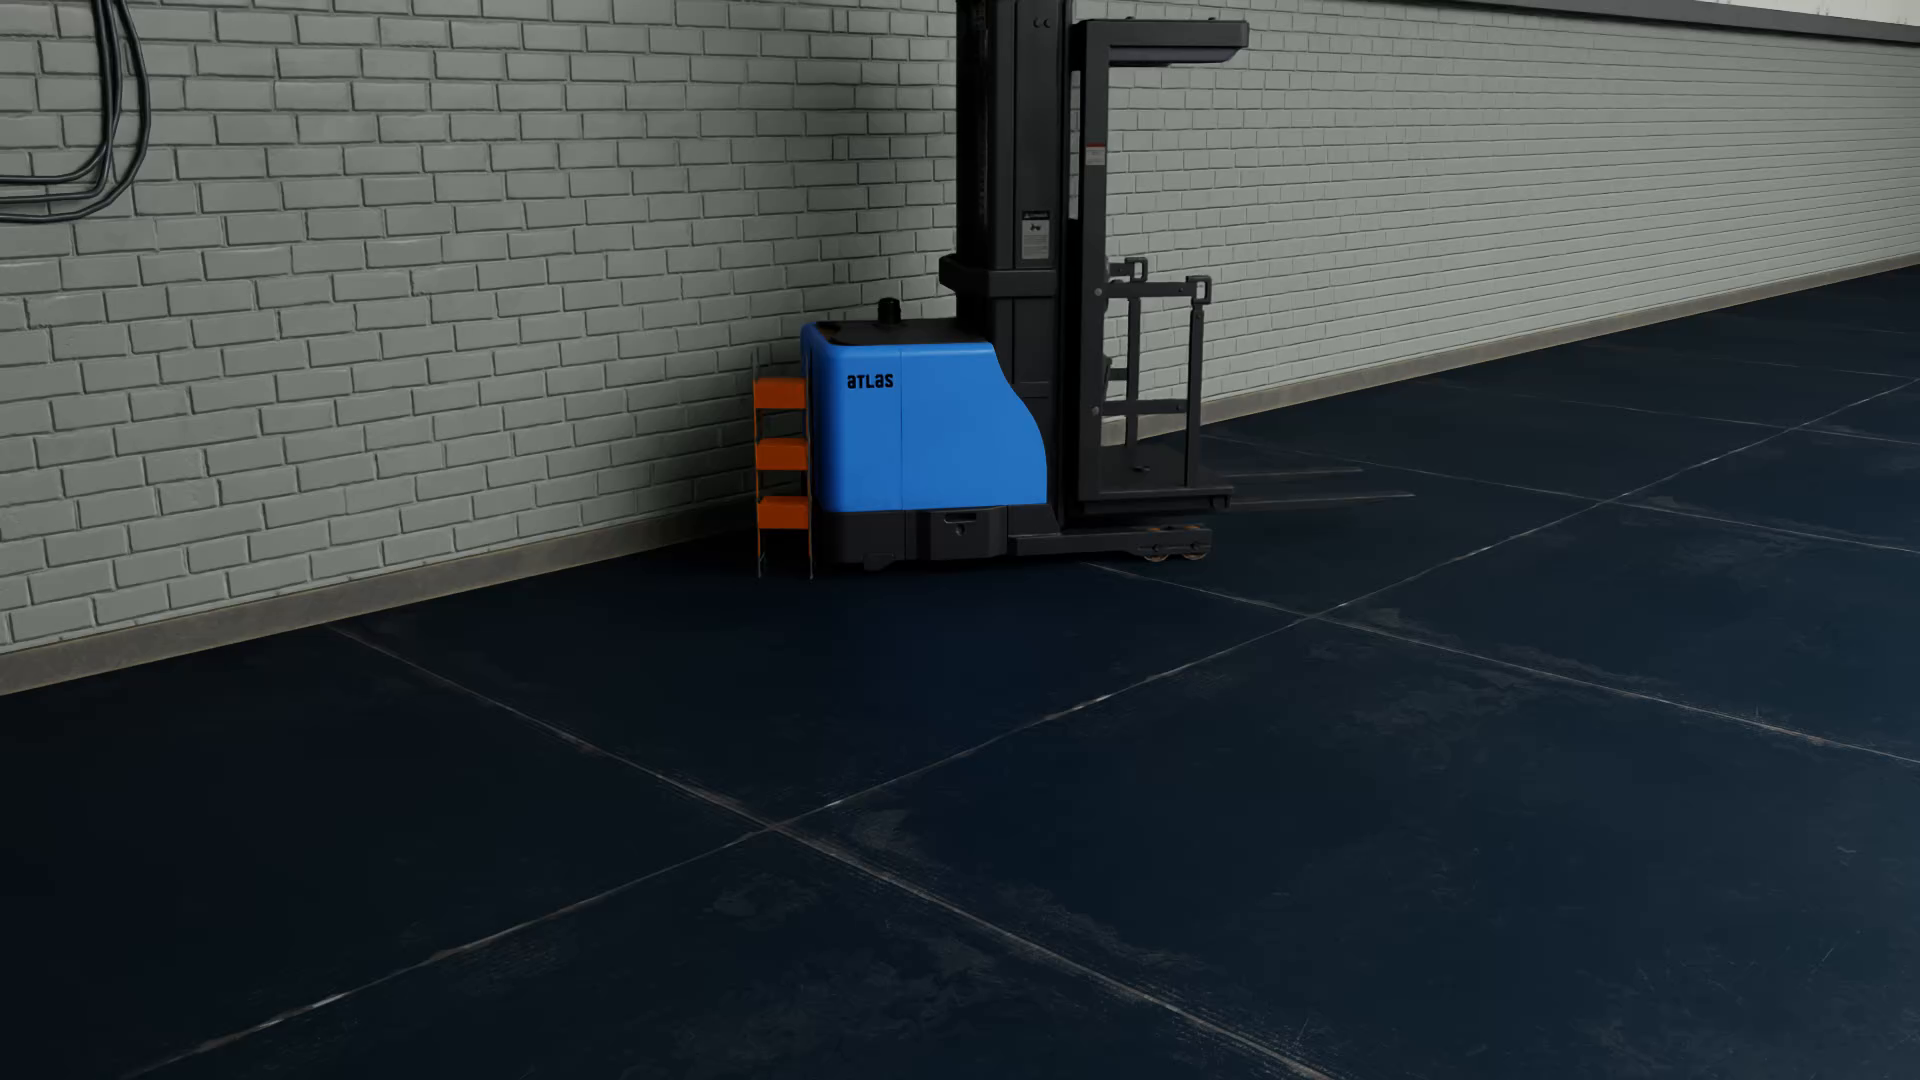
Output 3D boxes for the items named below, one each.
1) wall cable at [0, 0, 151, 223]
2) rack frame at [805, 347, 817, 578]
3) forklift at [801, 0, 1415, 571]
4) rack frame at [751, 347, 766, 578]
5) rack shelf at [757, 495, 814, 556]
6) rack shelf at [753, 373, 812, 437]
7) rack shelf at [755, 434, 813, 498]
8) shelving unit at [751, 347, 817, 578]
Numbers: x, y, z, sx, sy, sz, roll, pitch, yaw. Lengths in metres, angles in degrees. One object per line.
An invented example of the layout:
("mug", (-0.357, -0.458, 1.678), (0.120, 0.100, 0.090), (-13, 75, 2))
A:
("wall cable", (-4.073, -2.130, 4.910), (0.112, 2.526, 3.097), (14, 20, 42))
("rack frame", (-0.689, -0.354, 7.700), (0.008, 1.050, 0.200), (0, 15, 2))
("forklift", (0.755, -1.438, 8.129), (3.031, 2.935, 1.130), (-3, 15, -11))
("rack frame", (-0.933, -0.356, 7.707), (0.008, 1.050, 0.200), (0, 15, 2))
("rack shelf", (-0.811, -0.076, 7.776), (0.240, 0.259, 0.215), (0, 15, 2))
("rack shelf", (-0.811, -0.620, 7.634), (0.240, 0.259, 0.215), (0, 15, 2))
("rack shelf", (-0.811, -0.345, 7.706), (0.240, 0.259, 0.215), (0, 15, 2))
("shelving unit", (-0.811, -0.355, 7.703), (0.252, 1.050, 0.215), (0, 15, 2))
